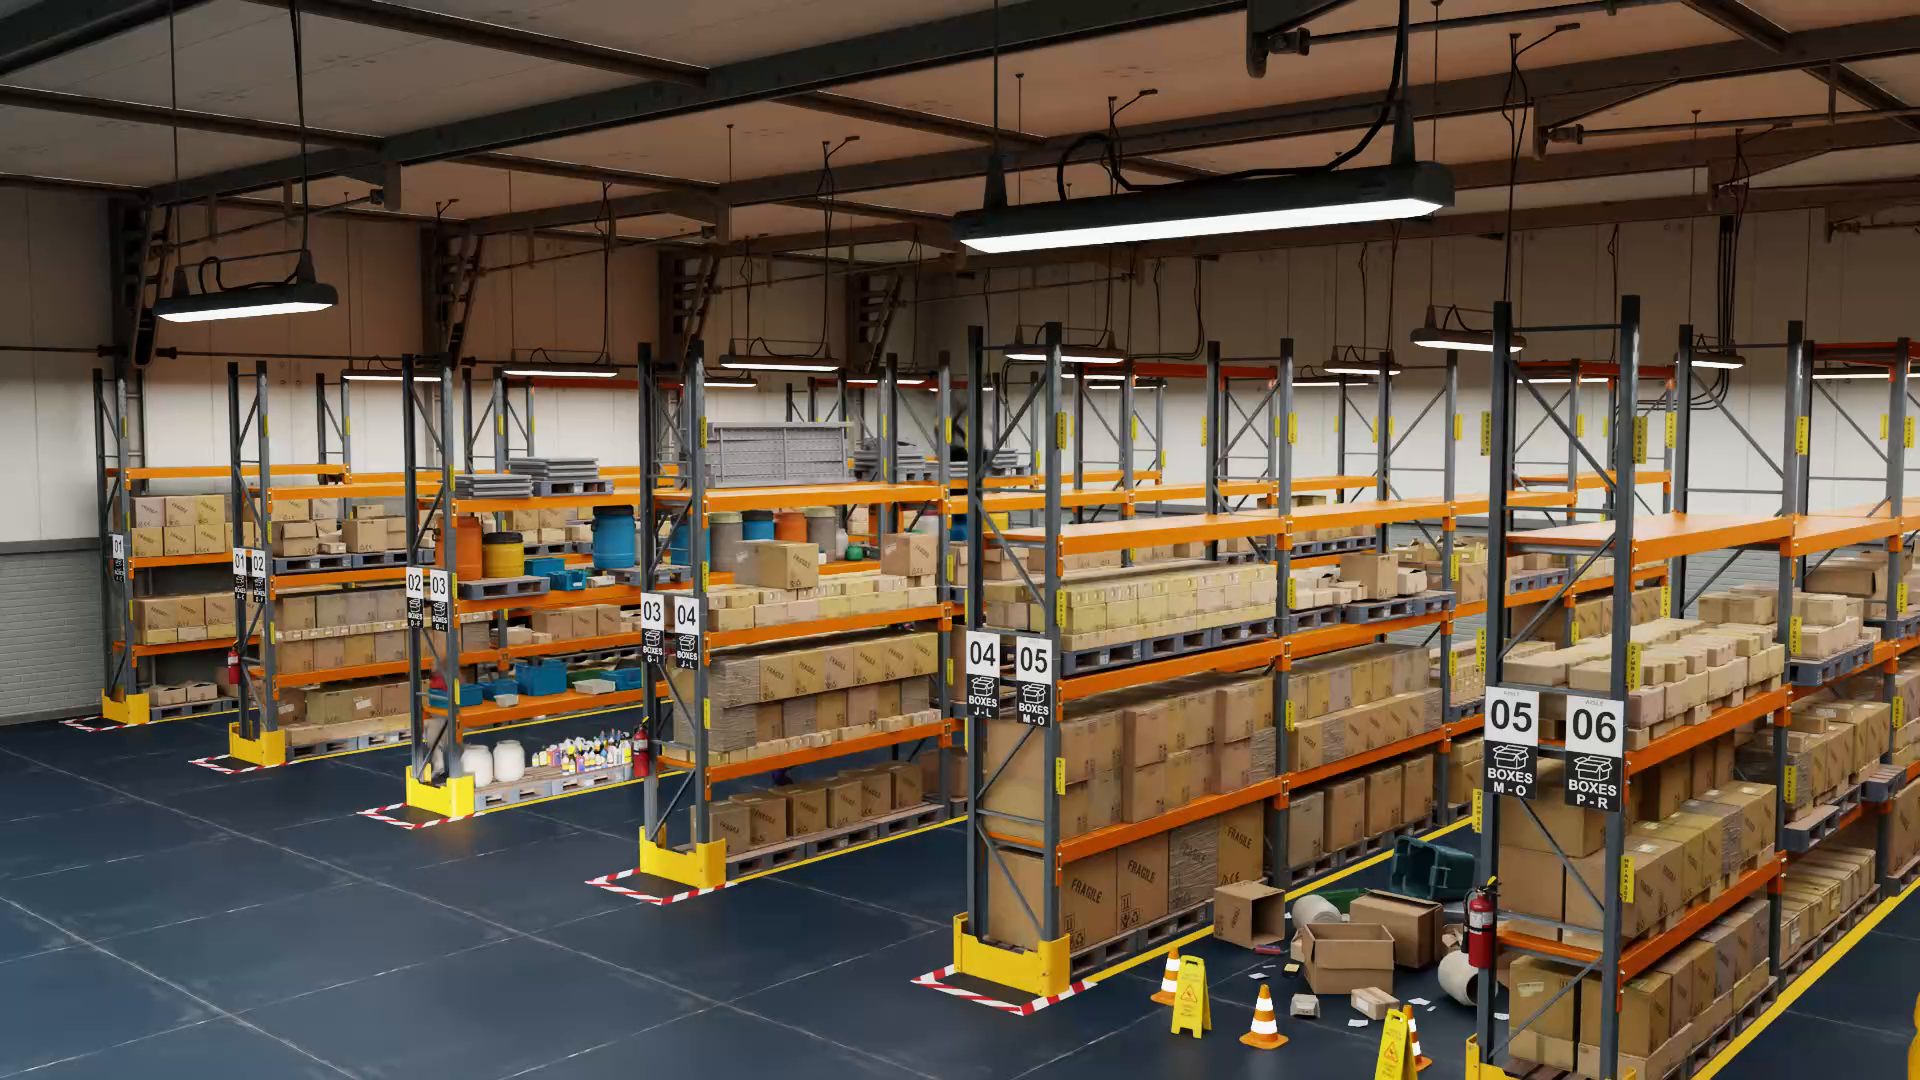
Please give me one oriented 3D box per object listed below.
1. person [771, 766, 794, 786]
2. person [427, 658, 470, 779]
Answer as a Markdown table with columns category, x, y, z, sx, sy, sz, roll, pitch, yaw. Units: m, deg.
| category | x | y | z | sx | sy | sz | roll | pitch | yaw |
| --- | --- | --- | --- | --- | --- | --- | --- | --- | --- |
| person | -2.345 | 2.750 | 21.818 | 0.591 | 1.618 | 0.576 | 3 | 5 | 38 |
| person | -7.383 | 2.561 | 24.025 | 0.671 | 1.757 | 0.750 | 3 | 5 | 39 |
